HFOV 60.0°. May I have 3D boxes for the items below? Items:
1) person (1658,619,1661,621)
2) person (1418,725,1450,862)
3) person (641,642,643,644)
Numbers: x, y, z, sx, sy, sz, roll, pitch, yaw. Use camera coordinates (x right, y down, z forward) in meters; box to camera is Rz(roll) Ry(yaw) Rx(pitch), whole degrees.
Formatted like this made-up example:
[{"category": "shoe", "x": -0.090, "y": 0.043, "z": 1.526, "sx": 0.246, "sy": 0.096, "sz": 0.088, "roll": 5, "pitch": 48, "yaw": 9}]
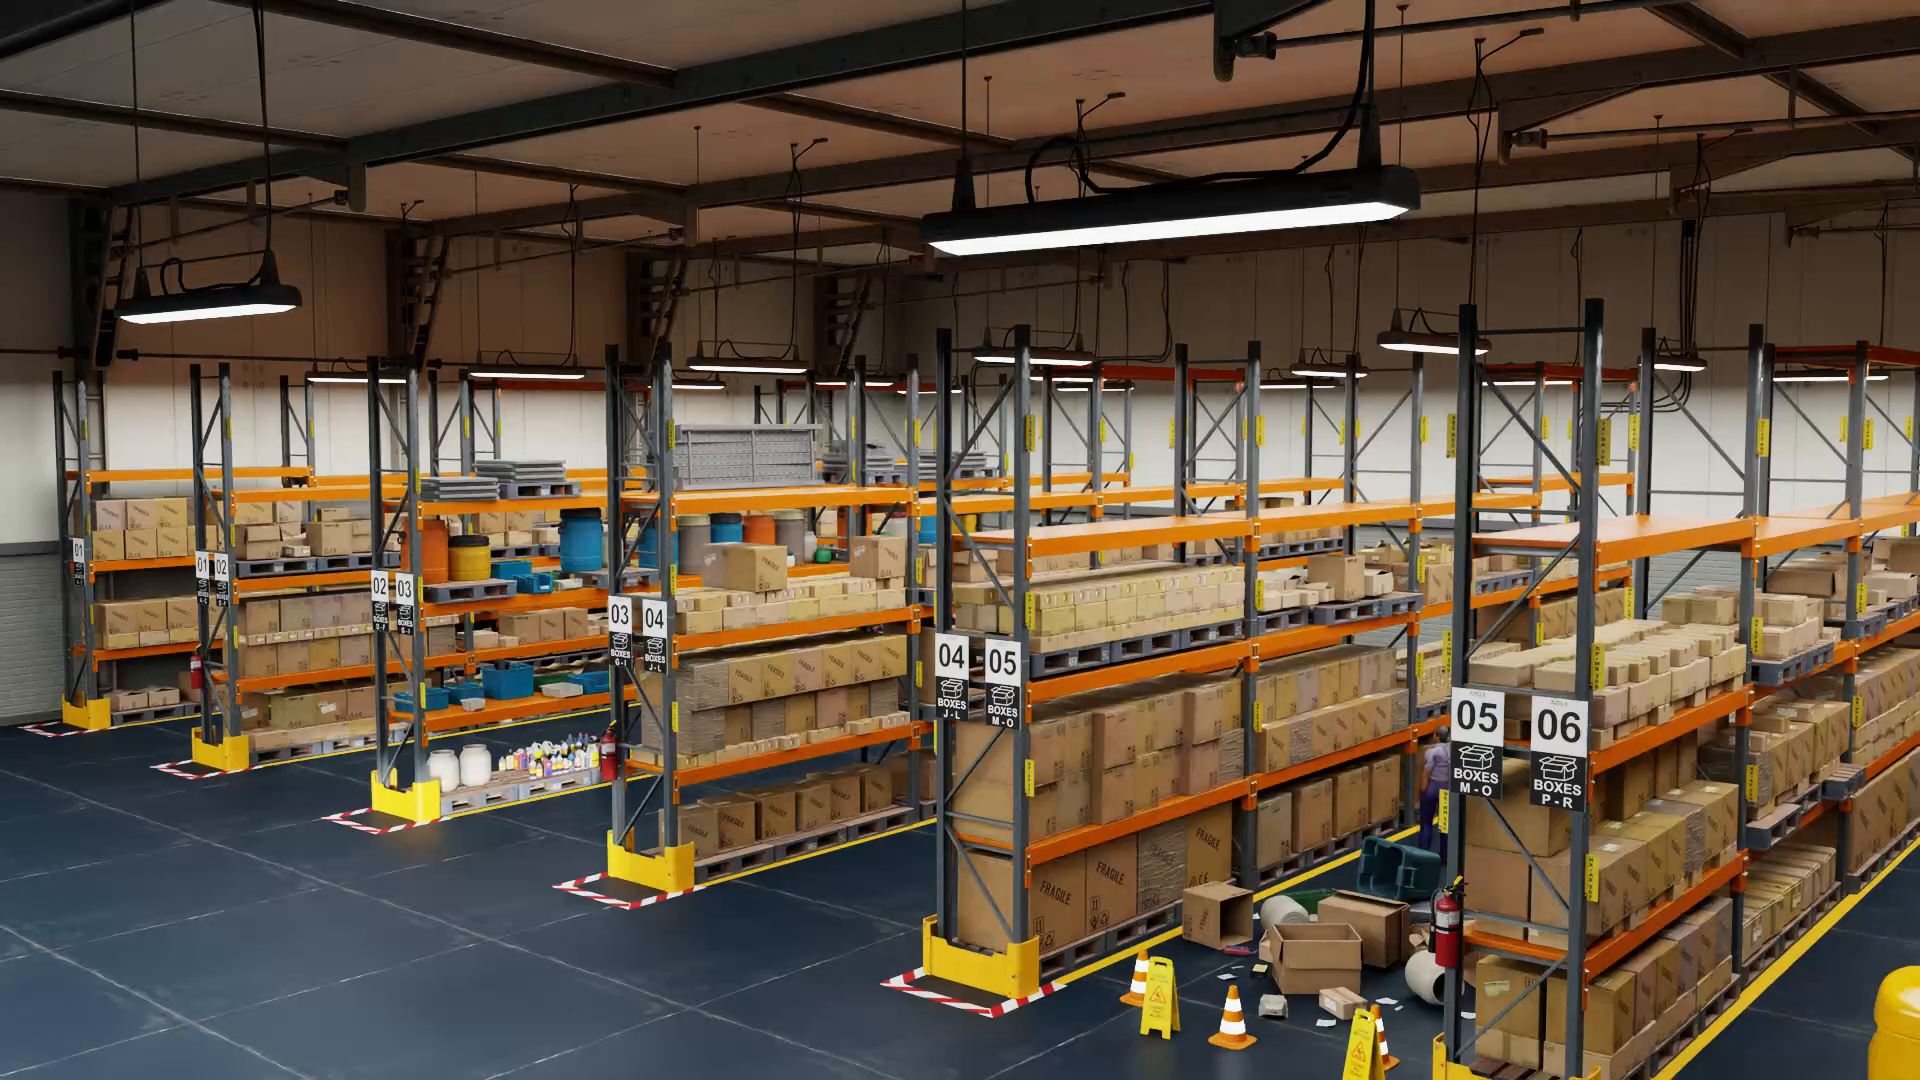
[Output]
[{"category": "person", "x": 12.232, "y": 2.209, "z": 29.027, "sx": 0.455, "sy": 1.684, "sz": 0.460, "roll": 0, "pitch": 4, "yaw": -2}, {"category": "person", "x": 5.579, "y": 2.962, "z": 19.380, "sx": 0.499, "sy": 1.635, "sz": 0.579, "roll": 1, "pitch": 4, "yaw": 8}, {"category": "person", "x": -6.475, "y": 1.788, "z": 34.465, "sx": 0.487, "sy": 1.791, "sz": 0.563, "roll": -1, "pitch": 4, "yaw": -9}]
